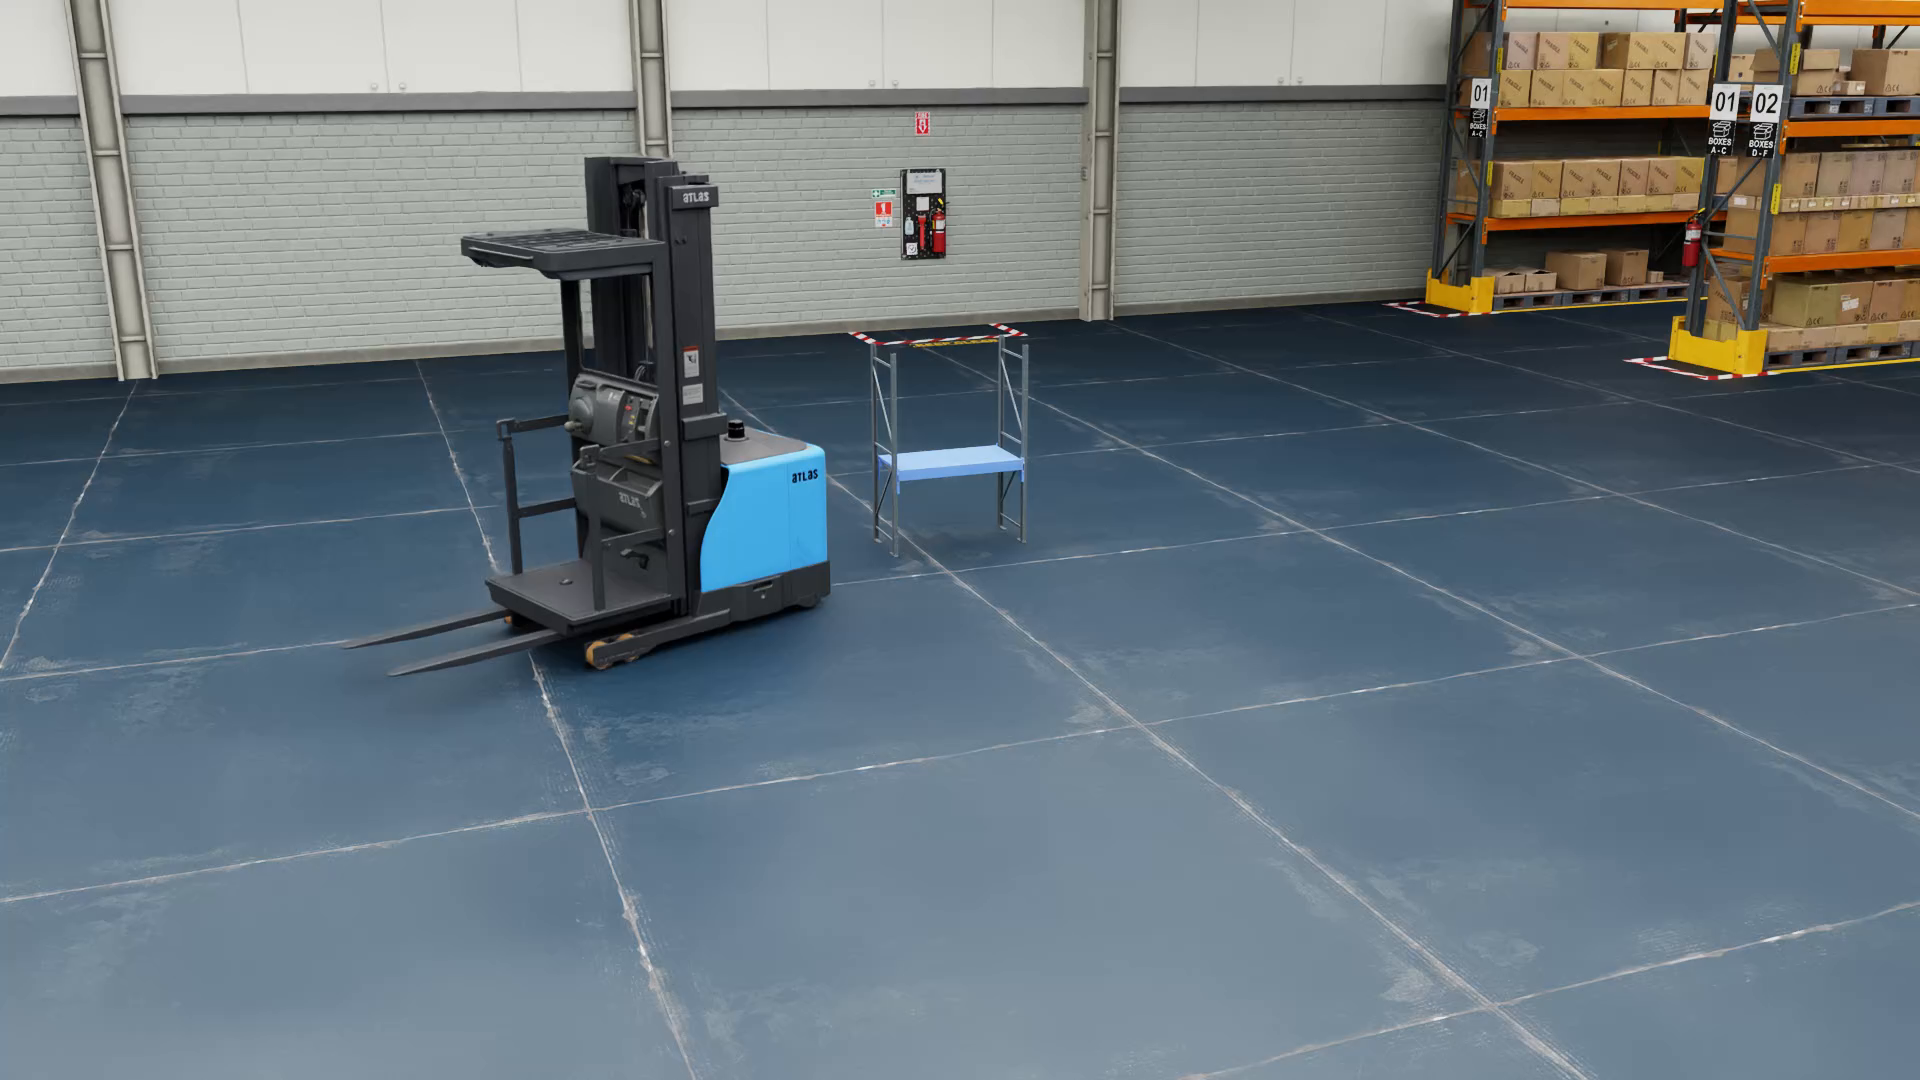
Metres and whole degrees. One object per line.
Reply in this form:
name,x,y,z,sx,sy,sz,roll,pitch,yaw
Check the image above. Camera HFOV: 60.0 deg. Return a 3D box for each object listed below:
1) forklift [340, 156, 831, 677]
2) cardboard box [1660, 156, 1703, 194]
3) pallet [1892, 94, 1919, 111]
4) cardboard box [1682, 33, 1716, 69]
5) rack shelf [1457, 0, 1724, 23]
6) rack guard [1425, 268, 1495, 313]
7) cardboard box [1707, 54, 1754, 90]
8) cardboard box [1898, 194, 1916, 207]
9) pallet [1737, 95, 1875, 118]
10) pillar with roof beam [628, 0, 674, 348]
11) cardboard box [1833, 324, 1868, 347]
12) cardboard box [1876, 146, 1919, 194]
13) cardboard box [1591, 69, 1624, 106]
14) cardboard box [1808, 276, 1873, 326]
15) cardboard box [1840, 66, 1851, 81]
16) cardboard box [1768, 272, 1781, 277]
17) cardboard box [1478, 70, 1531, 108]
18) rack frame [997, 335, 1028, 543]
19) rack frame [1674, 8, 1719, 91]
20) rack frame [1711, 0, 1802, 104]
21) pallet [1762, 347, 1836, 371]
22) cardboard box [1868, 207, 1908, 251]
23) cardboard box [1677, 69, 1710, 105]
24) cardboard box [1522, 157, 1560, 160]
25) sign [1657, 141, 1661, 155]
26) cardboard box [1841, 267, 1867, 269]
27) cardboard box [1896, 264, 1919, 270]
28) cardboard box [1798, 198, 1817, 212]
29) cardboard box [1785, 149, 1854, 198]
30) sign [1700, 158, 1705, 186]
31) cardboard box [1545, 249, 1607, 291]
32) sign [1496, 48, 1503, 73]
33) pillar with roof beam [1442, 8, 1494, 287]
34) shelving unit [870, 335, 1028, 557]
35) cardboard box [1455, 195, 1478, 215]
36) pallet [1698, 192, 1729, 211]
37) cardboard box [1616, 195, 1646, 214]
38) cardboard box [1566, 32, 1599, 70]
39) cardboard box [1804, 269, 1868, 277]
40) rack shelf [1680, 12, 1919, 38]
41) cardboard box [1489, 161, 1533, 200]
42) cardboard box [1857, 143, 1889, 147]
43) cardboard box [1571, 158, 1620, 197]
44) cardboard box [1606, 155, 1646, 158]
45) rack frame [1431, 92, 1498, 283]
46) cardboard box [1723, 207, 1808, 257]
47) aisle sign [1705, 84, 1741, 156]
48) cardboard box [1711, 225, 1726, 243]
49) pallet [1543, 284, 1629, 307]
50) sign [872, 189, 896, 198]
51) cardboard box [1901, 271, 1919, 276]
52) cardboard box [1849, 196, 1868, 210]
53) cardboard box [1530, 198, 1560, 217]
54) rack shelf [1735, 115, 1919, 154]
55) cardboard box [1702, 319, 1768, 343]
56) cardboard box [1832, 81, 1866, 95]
forklift,-2.288,-0.797,10.111,3.031,2.935,1.130,-15,22,-41
cardboard box,10.543,-5.376,24.480,0.500,0.500,0.500,-6,17,-20
pallet,11.862,-5.208,19.843,1.213,0.211,1.003,-6,17,-20
cardboard box,10.503,-7.062,24.011,0.500,0.500,0.500,-8,18,-25
rack shelf,9.006,-7.537,23.577,4.000,0.370,1.077,-6,17,-20
rack guard,7.209,-3.612,24.012,0.348,0.500,1.175,-6,17,-20
cardboard box,11.413,-6.930,24.627,0.500,0.500,0.500,-4,17,-12
cardboard box,11.039,-4.024,19.650,0.250,0.149,0.380,-6,17,-18
pallet,9.584,-4.962,19.006,1.213,0.211,1.003,-6,17,-20
pillar with roof beam,-2.183,-5.638,15.826,0.400,9.000,9.100,-6,17,-20
cardboard box,10.427,-2.480,19.856,0.500,0.250,0.500,-6,17,-20
cardboard box,11.298,-4.427,19.869,0.500,0.500,0.700,-6,17,-20
cardboard box,9.030,-6.426,23.622,0.500,0.500,0.500,-5,17,-17
cardboard box,10.423,-2.843,19.760,0.500,0.500,0.500,-6,17,-20
cardboard box,10.415,-5.408,19.530,0.500,0.311,0.500,-4,17,-14
cardboard box,12.510,-4.404,25.926,0.500,0.500,0.700,-6,17,-19
cardboard box,7.540,-6.269,23.085,0.500,0.500,0.500,-6,17,-19
rack frame,0.395,-0.762,12.532,0.032,1.500,0.500,-6,17,-20
rack frame,10.874,-8.086,24.161,0.127,3.000,1.000,-6,17,-20
rack frame,8.914,-6.379,18.351,0.127,3.000,1.000,-6,17,-20
pallet,9.614,-2.251,19.889,1.213,0.211,1.003,-6,17,-20
cardboard box,10.800,-3.749,19.865,0.500,0.500,0.700,-6,17,-18
cardboard box,10.488,-6.588,24.171,0.500,0.500,0.500,-6,17,-19
cardboard box,8.457,-5.306,24.244,0.500,0.500,0.500,-7,18,-22
sign,10.672,-5.908,25.340,0.005,0.325,0.100,-6,17,-20
cardboard box,13.955,-4.536,26.376,0.500,0.500,0.700,-6,17,-19
cardboard box,12.105,-3.182,20.914,0.500,0.500,0.500,-6,17,-20
cardboard box,9.603,-3.870,19.126,0.250,0.149,0.380,-7,18,-22
cardboard box,9.893,-4.275,19.352,0.500,0.500,0.700,-7,18,-22
sign,8.733,-4.314,19.491,0.005,0.325,0.100,-6,17,-20
cardboard box,9.052,-3.980,24.483,0.500,0.500,0.700,-7,18,-24
sign,7.333,-6.520,22.601,0.005,0.325,0.100,-6,17,-20
pillar with roof beam,9.023,-6.848,19.946,0.400,9.000,9.100,-6,17,-20
shelving unit,-0.080,-0.711,12.358,1.048,1.500,0.538,-6,17,-20
cardboard box,7.506,-4.840,23.986,0.500,0.250,0.500,-6,17,-19
pallet,11.639,-5.154,25.166,1.213,0.211,1.003,-6,17,-20
cardboard box,9.607,-4.914,24.241,0.500,0.250,0.500,-6,17,-20
cardboard box,8.546,-6.847,23.280,0.500,0.500,0.500,-6,17,-19
cardboard box,10.705,-3.030,20.397,0.500,0.500,0.500,-6,17,-20
rack shelf,12.741,-7.750,25.006,4.000,0.370,1.077,-6,17,-20
cardboard box,7.692,-5.070,23.441,0.500,0.500,0.500,-6,17,-20
cardboard box,14.297,-6.138,26.067,0.250,0.149,0.380,-9,18,-27
cardboard box,9.119,-5.223,23.961,0.500,0.500,0.500,-6,17,-18
cardboard box,9.876,-5.461,24.771,0.500,0.500,0.500,-6,17,-20
rack frame,7.138,-4.804,23.633,0.127,3.000,1.000,-6,17,-20
cardboard box,9.355,-3.593,19.331,0.500,0.500,0.700,-6,17,-20
aisle sign,8.748,-4.819,19.071,0.004,0.787,0.394,-6,17,-20
cardboard box,11.965,-4.703,25.613,0.500,0.250,0.500,-7,18,-21
pallet,9.118,-3.668,24.715,1.213,0.211,1.003,-6,17,-20
sign,-0.987,-4.499,21.591,0.331,0.109,0.001,-6,17,-20
cardboard box,11.824,-2.995,20.276,0.500,0.500,0.500,-6,17,-20
cardboard box,10.321,-3.948,19.388,0.250,0.149,0.380,-7,18,-22
cardboard box,8.187,-4.763,23.726,0.500,0.250,0.500,-7,18,-22
rack shelf,10.782,-4.797,19.562,4.000,0.370,1.077,-6,17,-20
cardboard box,9.309,-2.515,19.973,0.500,0.250,0.500,-6,17,-20
cardboard box,10.076,-5.160,18.976,0.250,0.149,0.380,-6,17,-20
